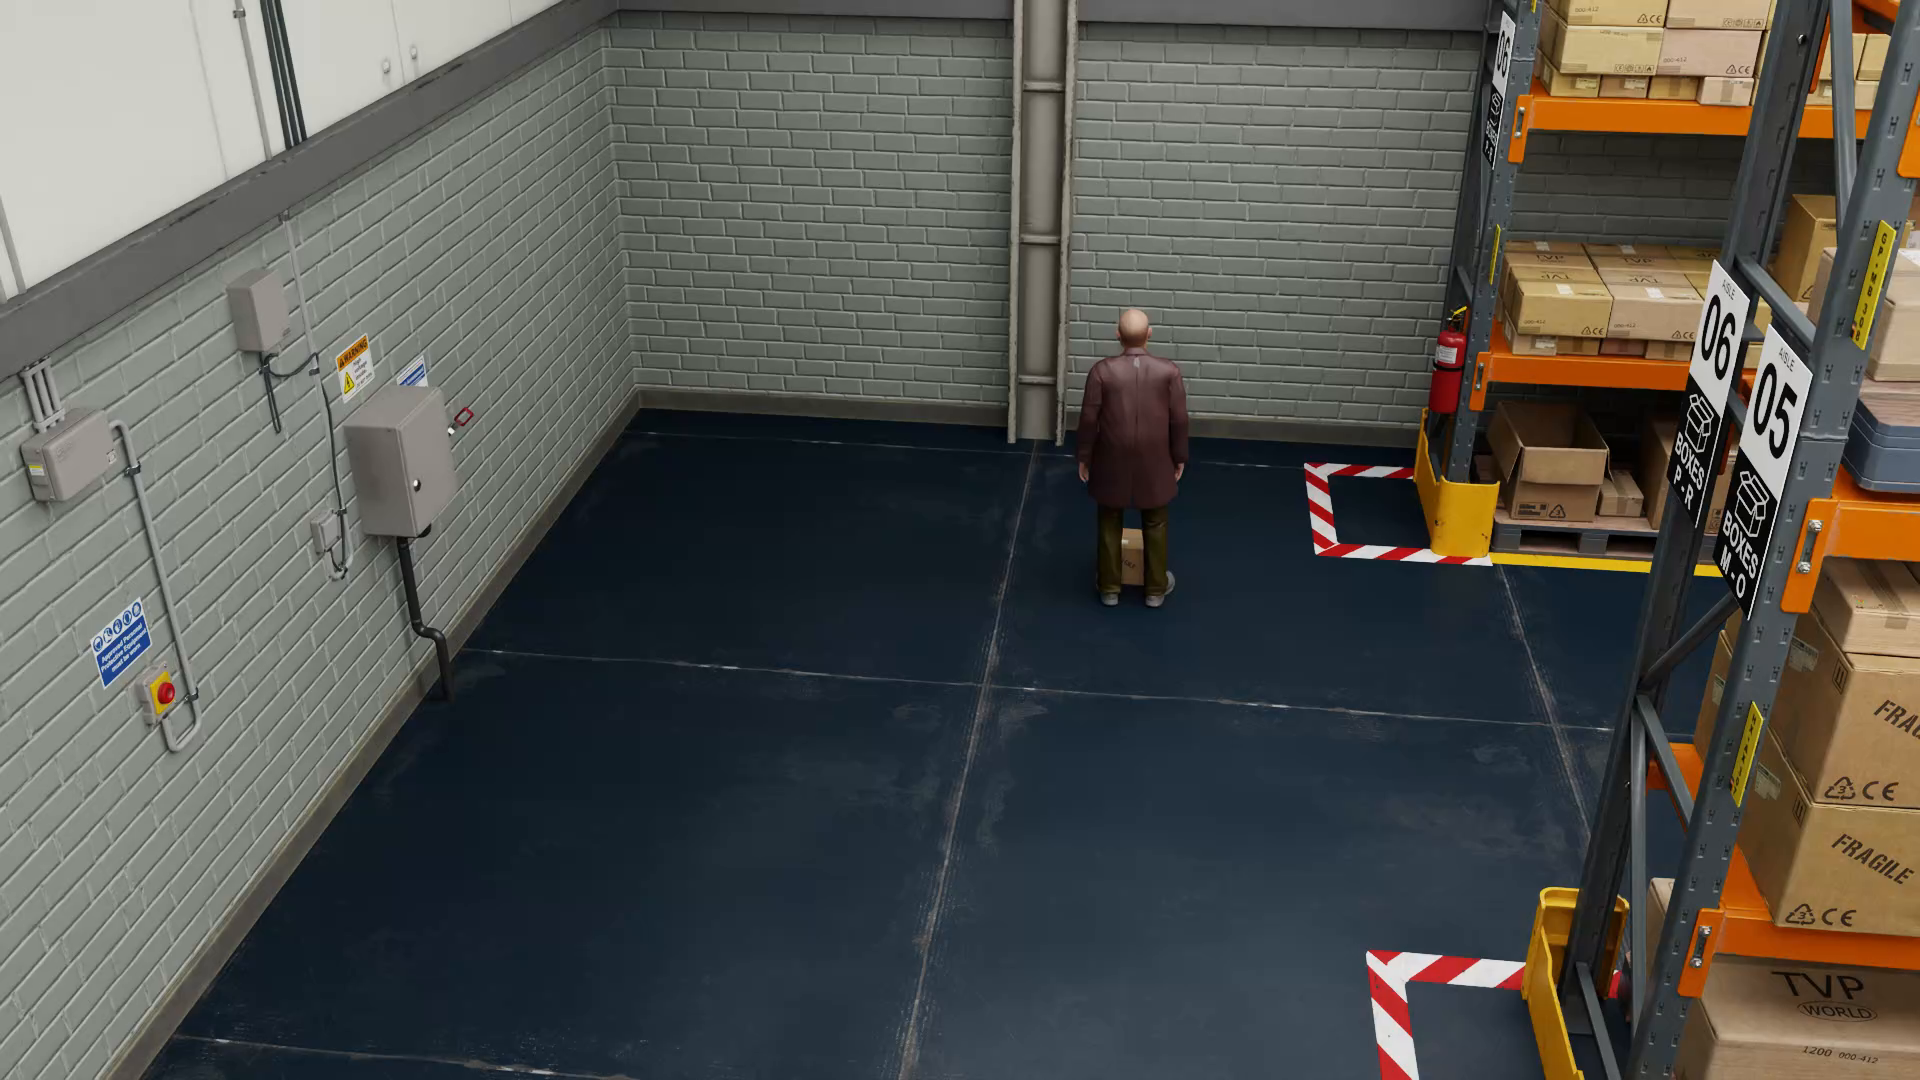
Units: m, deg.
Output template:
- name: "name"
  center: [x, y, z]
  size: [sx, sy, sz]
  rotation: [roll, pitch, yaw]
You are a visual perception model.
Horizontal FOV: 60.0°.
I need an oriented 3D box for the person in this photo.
- name: "person"
  center: [0.979, -0.457, 9.499]
  size: [0.649, 1.772, 0.429]
  rotation: [2, 28, 3]
